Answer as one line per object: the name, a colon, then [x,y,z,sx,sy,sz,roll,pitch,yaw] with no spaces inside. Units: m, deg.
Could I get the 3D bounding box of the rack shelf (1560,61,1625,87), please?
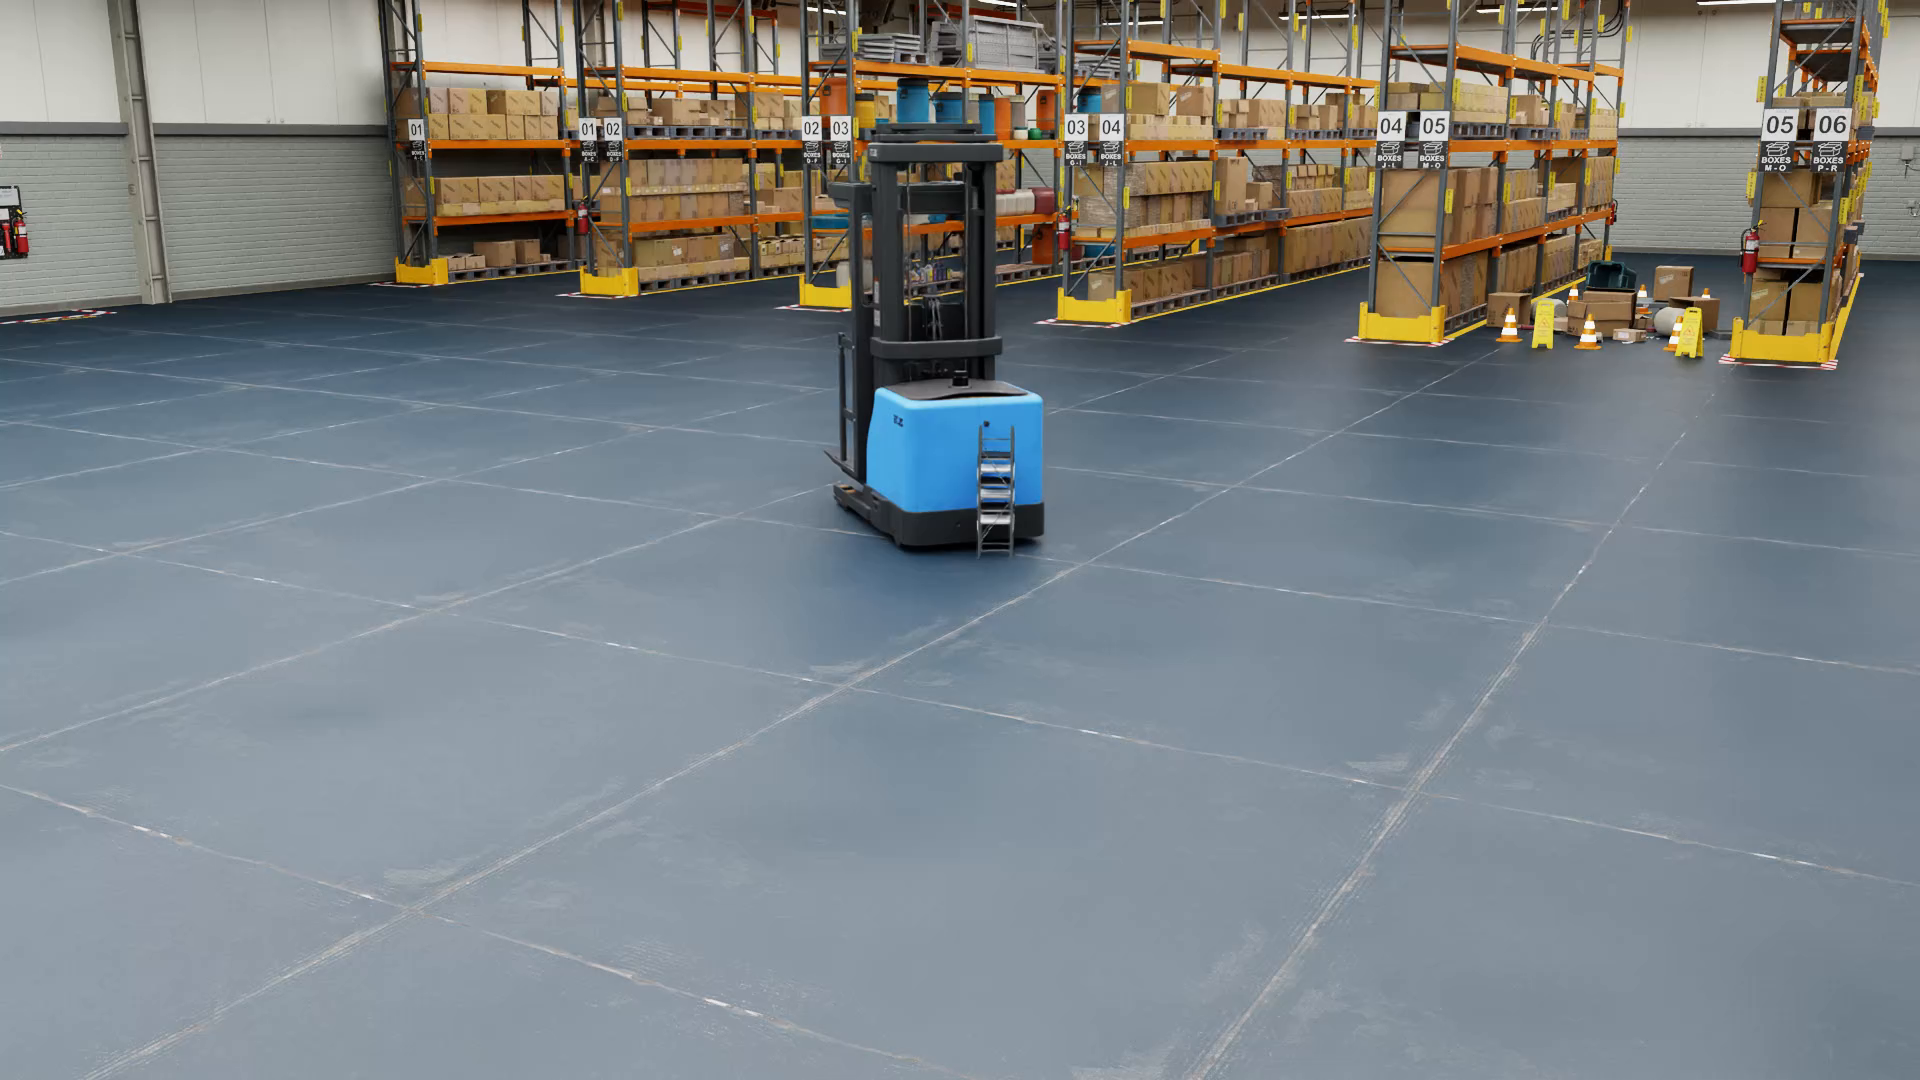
rack shelf: [13.168,-9.816,35.090,1.077,0.370,4.000,7,15,28]

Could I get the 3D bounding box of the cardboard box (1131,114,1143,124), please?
cardboard box: [2.653,-6.613,26.132,0.380,0.149,0.250,8,16,29]

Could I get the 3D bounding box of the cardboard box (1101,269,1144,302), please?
cardboard box: [2.683,-4.203,27.504,0.500,0.500,0.500,13,19,43]

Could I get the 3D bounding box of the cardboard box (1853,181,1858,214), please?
cardboard box: [14.190,-5.541,26.874,0.500,0.500,0.500,6,15,24]

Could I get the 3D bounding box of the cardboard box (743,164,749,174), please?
cardboard box: [-5.604,-9.341,41.888,0.500,0.250,0.500,8,16,29]

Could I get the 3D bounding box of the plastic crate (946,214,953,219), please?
plastic crate: [-0.328,-6.508,32.492,0.402,0.464,0.583,7,15,28]

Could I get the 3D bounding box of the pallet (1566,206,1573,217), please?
pallet: [11.705,-6.607,33.447,1.003,0.211,1.213,7,15,28]

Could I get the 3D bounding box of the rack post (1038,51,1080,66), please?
rack post: [1.953,-10.197,35.289,0.954,0.300,0.937,7,15,28]

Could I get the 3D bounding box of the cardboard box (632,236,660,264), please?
cardboard box: [-6.093,-5.667,32.510,0.500,0.500,0.500,7,15,28]

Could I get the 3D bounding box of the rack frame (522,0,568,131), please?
rack frame: [-8.967,-10.382,35.896,1.000,3.000,0.127,7,15,28]

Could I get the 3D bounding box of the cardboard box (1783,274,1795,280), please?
cardboard box: [11.441,-3.474,23.416,0.500,0.500,0.500,7,15,27]

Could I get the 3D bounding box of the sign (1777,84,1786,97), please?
sign: [12.229,-6.622,24.758,0.100,0.325,0.005,7,15,28]

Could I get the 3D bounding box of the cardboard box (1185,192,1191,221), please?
cardboard box: [3.497,-5.791,28.806,0.875,0.500,0.500,7,15,28]

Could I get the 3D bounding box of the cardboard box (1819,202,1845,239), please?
cardboard box: [12.229,-4.519,23.532,0.500,0.500,0.500,8,16,30]

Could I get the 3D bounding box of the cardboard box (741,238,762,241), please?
cardboard box: [-4.438,-6.268,35.407,0.500,0.311,0.500,8,16,30]

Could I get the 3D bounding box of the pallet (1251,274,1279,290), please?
pallet: [5.596,-5.087,32.682,1.003,0.211,1.213,7,15,28]

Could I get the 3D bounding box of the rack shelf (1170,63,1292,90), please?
rack shelf: [5.008,-8.564,30.746,1.077,0.370,4.000,7,15,28]

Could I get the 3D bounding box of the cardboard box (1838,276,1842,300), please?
cardboard box: [14.368,-4.291,28.145,0.950,0.372,0.625,6,15,24]

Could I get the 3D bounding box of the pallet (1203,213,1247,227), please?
pallet: [4.538,-5.829,30.220,1.003,0.211,1.213,7,15,28]

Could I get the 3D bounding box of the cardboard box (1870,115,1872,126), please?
cardboard box: [13.594,-6.427,25.316,0.500,0.250,0.500,7,15,27]

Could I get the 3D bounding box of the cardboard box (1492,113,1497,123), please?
cardboard box: [8.069,-6.520,25.703,0.380,0.149,0.250,7,15,28]

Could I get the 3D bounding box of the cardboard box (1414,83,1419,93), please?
cardboard box: [6.388,-6.513,23.976,0.380,0.149,0.250,7,15,28]

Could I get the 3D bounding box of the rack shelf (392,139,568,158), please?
rack shelf: [-9.934,-8.164,34.630,1.077,0.370,4.000,7,15,28]

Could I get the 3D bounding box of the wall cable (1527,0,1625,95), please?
wall cable: [15.593,-13.494,41.940,2.277,5.999,0.120,7,15,28]

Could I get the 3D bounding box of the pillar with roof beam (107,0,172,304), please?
pillar with roof beam: [-10.452,-8.084,26.365,9.100,9.000,0.400,7,15,28]

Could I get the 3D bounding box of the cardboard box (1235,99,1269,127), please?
cardboard box: [5.472,-8.020,31.219,0.500,0.500,0.500,8,16,29]

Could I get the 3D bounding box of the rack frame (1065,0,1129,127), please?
rack frame: [2.107,-7.878,25.509,1.000,3.000,0.127,7,15,28]

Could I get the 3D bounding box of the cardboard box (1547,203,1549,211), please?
cardboard box: [10.791,-6.226,31.097,0.380,0.149,0.250,8,16,31]

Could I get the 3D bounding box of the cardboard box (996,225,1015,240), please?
cardboard box: [1.125,-8.226,44.149,0.500,0.500,0.500,7,15,28]

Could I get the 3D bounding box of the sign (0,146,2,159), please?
sign: [-15.539,-6.289,26.775,0.001,0.298,0.199,7,15,28]

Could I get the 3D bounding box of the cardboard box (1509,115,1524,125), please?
cardboard box: [9.239,-7.046,27.886,0.380,0.149,0.250,7,15,28]

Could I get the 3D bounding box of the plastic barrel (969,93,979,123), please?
plastic barrel: [0.077,-8.308,32.624,0.600,0.901,0.600,0,14,0]

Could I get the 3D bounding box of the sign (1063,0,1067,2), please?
sign: [1.631,-8.476,25.659,0.100,0.325,0.005,7,15,28]

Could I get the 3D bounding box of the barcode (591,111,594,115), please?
barcode: [-6.839,-7.941,30.934,0.001,0.075,0.075,7,15,28]

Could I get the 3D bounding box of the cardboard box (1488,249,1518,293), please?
cardboard box: [9.025,-4.645,28.803,1.050,0.750,0.750,7,15,28]

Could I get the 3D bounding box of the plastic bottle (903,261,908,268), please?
plastic bottle: [-1.048,-5.150,31.710,0.144,0.351,0.185,8,16,30]

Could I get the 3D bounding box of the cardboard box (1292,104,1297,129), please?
cardboard box: [6.547,-8.634,33.936,0.500,0.500,0.500,8,16,31]

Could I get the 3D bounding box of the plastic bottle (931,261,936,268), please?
plastic bottle: [-0.480,-5.121,31.586,0.144,0.351,0.185,7,15,28]

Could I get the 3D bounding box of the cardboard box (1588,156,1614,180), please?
cardboard box: [14.132,-8.218,36.741,0.500,0.500,0.500,7,15,27]

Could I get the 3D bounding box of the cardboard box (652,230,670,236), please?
cardboard box: [-7.336,-7.131,39.607,0.700,0.500,0.500,8,16,29]

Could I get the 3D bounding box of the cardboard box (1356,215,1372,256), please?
cardboard box: [9.163,-7.088,38.671,0.875,0.875,0.875,7,15,28]

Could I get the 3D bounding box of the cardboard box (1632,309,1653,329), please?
cardboard box: [10.444,-3.406,25.594,0.258,0.266,0.396,-3,14,-11]

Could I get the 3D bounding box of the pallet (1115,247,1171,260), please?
pallet: [4.483,-7.035,40.764,1.003,0.211,1.213,7,15,28]

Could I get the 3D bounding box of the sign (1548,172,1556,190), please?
sign: [10.755,-6.520,30.209,0.100,0.325,0.005,7,15,28]

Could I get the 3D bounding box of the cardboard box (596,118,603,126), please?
cardboard box: [-8.335,-9.314,37.161,0.500,0.311,0.500,8,16,30]

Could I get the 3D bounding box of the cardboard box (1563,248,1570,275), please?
cardboard box: [11.816,-5.544,33.066,0.500,0.500,0.500,7,15,27]

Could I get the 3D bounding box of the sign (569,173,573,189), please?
sign: [-8.488,-7.826,36.249,0.100,0.325,0.005,7,15,28]

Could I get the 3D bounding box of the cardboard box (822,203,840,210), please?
cardboard box: [-2.888,-7.388,36.813,0.380,0.149,0.250,7,15,28]

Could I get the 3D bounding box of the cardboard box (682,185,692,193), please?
cardboard box: [-5.441,-6.820,32.323,0.380,0.149,0.250,8,15,29]

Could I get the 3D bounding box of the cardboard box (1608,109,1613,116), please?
cardboard box: [13.870,-9.223,35.892,0.380,0.149,0.250,8,16,29]

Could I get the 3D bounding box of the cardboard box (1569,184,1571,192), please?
cardboard box: [11.923,-6.999,33.036,0.380,0.149,0.250,7,15,26]

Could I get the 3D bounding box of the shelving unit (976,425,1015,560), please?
shelving unit: [0.247,-0.328,11.475,0.258,0.900,0.210,1,14,2]

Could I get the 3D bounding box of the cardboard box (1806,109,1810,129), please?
cardboard box: [11.050,-5.605,22.169,0.500,0.250,0.500,7,15,27]

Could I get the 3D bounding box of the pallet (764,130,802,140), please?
pallet: [-3.483,-8.713,35.776,1.003,0.211,1.213,8,16,31]

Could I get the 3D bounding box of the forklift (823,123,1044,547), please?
forklift: [-0.361,-1.680,12.749,1.130,2.935,3.031,-5,14,-18]
